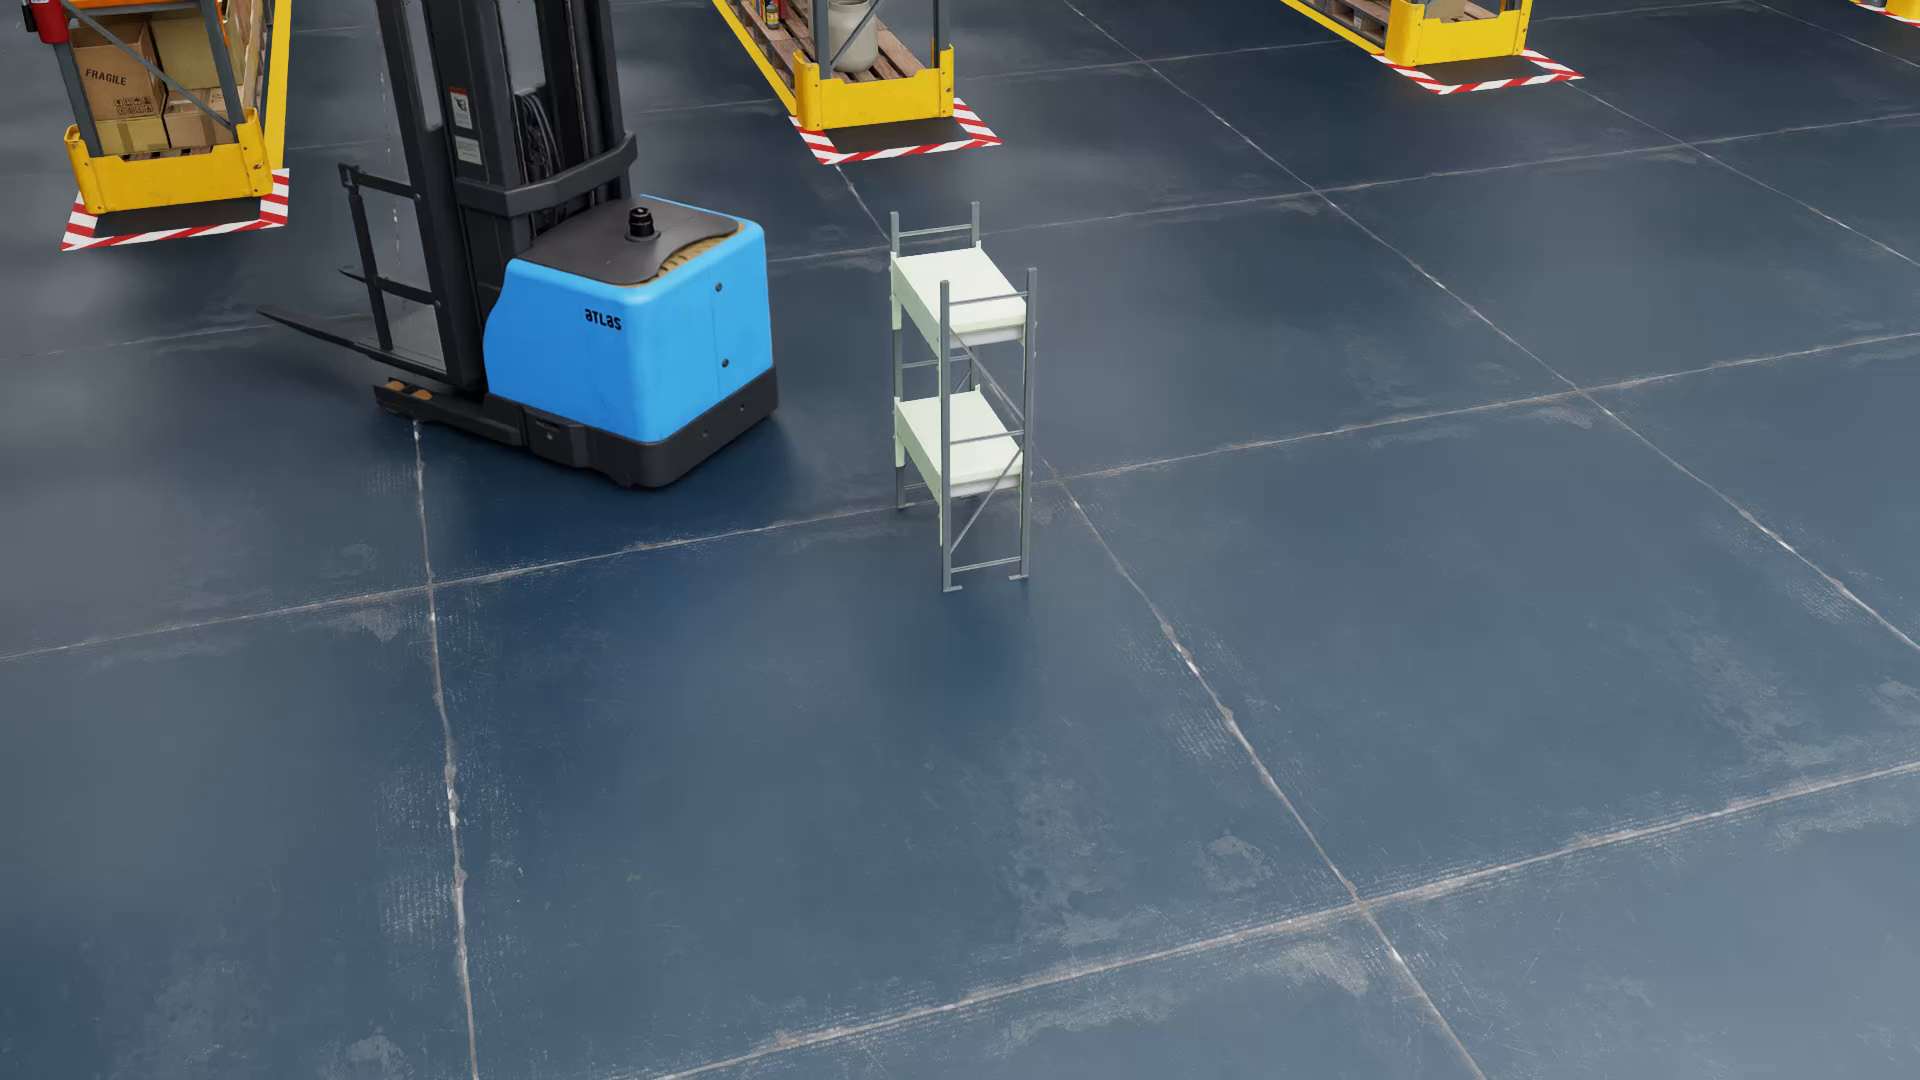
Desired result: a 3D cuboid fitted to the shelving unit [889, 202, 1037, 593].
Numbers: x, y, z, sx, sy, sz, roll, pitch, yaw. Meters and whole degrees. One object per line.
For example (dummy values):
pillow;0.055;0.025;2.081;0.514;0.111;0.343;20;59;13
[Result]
shelving unit;0.002;-0.622;7.331;0.431;1.500;0.755;-10;35;-15

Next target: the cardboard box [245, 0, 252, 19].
cardboard box;-5.864;-4.311;12.987;0.500;0.500;0.500;-10;35;-15

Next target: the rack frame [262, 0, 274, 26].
rack frame;-6.511;-5.703;13.660;1.000;3.000;0.127;-10;35;-15

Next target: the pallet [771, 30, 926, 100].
pallet;-0.883;-3.730;13.204;1.003;0.211;1.213;-10;35;-15

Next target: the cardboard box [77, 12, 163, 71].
cardboard box;-6.057;-3.698;12.059;0.500;0.500;0.500;-10;35;-15

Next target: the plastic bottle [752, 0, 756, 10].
plastic bottle;-1.697;-4.699;14.145;0.144;0.351;0.185;-9;34;-13

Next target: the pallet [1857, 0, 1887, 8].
pallet;8.581;-5.292;15.567;1.003;0.211;1.213;-10;35;-15

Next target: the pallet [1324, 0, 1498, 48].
pallet;3.907;-4.576;14.484;1.003;0.211;1.213;-10;35;-15

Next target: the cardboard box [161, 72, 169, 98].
cardboard box;-5.900;-3.124;11.870;0.500;0.250;0.500;-10;35;-15

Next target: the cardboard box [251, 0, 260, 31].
cardboard box;-6.018;-4.261;13.590;0.500;0.250;0.500;-10;35;-15

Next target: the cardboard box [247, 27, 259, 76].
cardboard box;-5.698;-3.738;12.799;0.500;0.250;0.500;-10;35;-15

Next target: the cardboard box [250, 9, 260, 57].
cardboard box;-5.852;-4.001;13.197;0.500;0.250;0.500;-10;35;-15

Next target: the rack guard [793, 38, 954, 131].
rack guard;-0.640;-3.423;12.477;1.175;0.500;0.348;-10;35;-15

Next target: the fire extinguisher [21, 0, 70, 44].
fire extinguisher;-5.697;-3.431;10.291;0.296;0.674;0.183;-10;35;-15

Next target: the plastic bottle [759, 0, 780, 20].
plastic bottle;-1.601;-4.509;13.924;0.152;0.276;0.135;-10;35;-14

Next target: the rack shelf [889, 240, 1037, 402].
rack shelf;0.002;-0.948;7.116;0.431;0.370;0.720;-10;35;-15

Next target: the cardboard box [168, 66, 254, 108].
cardboard box;-5.398;-3.212;12.004;0.500;0.250;0.500;-10;35;-15

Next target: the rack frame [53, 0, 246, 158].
rack frame;-5.291;-3.603;10.482;1.000;3.000;0.127;-10;35;-15

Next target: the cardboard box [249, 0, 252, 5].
cardboard box;-6.020;-4.573;13.383;0.500;0.500;0.500;-10;35;-15

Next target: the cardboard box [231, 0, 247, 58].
cardboard box;-5.562;-3.786;12.191;0.500;0.500;0.500;-10;35;-15

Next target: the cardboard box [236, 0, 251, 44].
cardboard box;-5.697;-4.051;12.593;0.500;0.500;0.500;-10;35;-15

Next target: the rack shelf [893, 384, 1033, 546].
rack shelf;0.002;-0.350;7.511;0.431;0.370;0.720;-10;35;-15

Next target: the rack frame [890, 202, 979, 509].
rack frame;-0.110;-0.814;7.622;0.400;1.500;0.023;-10;35;-15

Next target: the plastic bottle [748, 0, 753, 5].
plastic bottle;-1.754;-4.797;14.292;0.144;0.351;0.185;-10;35;-15

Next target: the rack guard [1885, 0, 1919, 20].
rack guard;8.906;-4.993;14.852;1.175;0.500;0.348;-10;35;-15

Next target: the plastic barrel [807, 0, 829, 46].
plastic barrel;-0.999;-4.167;13.212;0.421;0.512;0.421;0;33;0

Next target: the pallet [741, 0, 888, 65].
pallet;-1.251;-4.370;14.172;1.003;0.211;1.213;-10;35;-15

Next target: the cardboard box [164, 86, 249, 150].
cardboard box;-5.242;-2.950;11.607;0.500;0.250;0.500;-10;35;-15

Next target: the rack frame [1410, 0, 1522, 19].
rack frame;4.145;-5.267;13.000;1.000;3.000;0.127;-10;35;-15

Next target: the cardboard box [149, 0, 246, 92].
cardboard box;-5.397;-3.525;11.797;0.500;0.500;0.500;-10;35;-15

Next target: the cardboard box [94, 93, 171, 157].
cardboard box;-5.736;-2.863;11.475;0.500;0.250;0.500;-10;35;-15

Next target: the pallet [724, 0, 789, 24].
pallet;-1.627;-5.011;15.143;1.003;0.211;1.213;-10;35;-15

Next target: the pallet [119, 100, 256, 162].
pallet;-5.564;-2.834;11.848;1.003;0.211;1.213;-10;35;-15

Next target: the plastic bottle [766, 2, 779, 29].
plastic bottle;-1.550;-4.341;13.738;0.097;0.201;0.097;0;33;0

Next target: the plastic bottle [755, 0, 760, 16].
plastic bottle;-1.643;-4.582;14.035;0.152;0.276;0.135;-11;35;-16

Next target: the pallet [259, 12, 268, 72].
pallet;-6.308;-4.116;13.787;1.003;0.211;1.213;-10;35;-15

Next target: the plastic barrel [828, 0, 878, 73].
plastic barrel;-0.846;-3.904;12.813;0.421;0.512;0.421;0;33;0

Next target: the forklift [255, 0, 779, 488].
forklift;-2.478;-2.068;8.221;3.031;2.935;1.130;18;37;25

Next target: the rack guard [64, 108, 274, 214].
rack guard;-5.283;-2.548;11.152;1.175;0.500;0.348;-10;35;-15

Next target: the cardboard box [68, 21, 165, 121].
cardboard box;-5.738;-3.176;11.268;0.500;0.500;0.500;-10;35;-15

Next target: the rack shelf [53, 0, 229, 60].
rack shelf;-5.901;-4.353;12.270;1.077;0.370;4.000;-10;35;-15

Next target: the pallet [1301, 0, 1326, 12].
pallet;3.539;-5.216;15.452;1.003;0.211;1.213;-10;35;-15

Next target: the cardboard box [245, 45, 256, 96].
cardboard box;-5.551;-3.475;12.401;0.500;0.250;0.500;-10;35;-15

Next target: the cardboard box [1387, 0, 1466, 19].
cardboard box;3.970;-4.730;14.074;0.500;0.500;0.500;-4;34;-6

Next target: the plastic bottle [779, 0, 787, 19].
plastic bottle;-1.500;-4.530;13.950;0.061;0.283;0.133;-10;35;-15

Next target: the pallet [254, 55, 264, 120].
pallet;-5.932;-3.474;12.816;1.003;0.211;1.213;-10;35;-15

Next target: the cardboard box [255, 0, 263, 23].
cardboard box;-6.161;-4.525;13.990;0.500;0.250;0.500;-10;35;-15

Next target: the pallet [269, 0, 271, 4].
pallet;-6.773;-4.920;15.005;1.003;0.211;1.213;-10;35;-15

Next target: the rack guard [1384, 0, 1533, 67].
rack guard;4.121;-4.264;13.750;1.175;0.500;0.348;-10;35;-15

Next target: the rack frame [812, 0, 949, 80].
rack frame;-0.572;-4.434;11.740;1.000;3.000;0.127;-10;35;-15

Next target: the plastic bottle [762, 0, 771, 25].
plastic bottle;-1.603;-4.433;13.803;0.061;0.283;0.133;-9;35;-14

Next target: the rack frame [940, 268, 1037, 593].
rack frame;0.114;-0.430;7.040;0.400;1.500;0.023;-10;35;-15
